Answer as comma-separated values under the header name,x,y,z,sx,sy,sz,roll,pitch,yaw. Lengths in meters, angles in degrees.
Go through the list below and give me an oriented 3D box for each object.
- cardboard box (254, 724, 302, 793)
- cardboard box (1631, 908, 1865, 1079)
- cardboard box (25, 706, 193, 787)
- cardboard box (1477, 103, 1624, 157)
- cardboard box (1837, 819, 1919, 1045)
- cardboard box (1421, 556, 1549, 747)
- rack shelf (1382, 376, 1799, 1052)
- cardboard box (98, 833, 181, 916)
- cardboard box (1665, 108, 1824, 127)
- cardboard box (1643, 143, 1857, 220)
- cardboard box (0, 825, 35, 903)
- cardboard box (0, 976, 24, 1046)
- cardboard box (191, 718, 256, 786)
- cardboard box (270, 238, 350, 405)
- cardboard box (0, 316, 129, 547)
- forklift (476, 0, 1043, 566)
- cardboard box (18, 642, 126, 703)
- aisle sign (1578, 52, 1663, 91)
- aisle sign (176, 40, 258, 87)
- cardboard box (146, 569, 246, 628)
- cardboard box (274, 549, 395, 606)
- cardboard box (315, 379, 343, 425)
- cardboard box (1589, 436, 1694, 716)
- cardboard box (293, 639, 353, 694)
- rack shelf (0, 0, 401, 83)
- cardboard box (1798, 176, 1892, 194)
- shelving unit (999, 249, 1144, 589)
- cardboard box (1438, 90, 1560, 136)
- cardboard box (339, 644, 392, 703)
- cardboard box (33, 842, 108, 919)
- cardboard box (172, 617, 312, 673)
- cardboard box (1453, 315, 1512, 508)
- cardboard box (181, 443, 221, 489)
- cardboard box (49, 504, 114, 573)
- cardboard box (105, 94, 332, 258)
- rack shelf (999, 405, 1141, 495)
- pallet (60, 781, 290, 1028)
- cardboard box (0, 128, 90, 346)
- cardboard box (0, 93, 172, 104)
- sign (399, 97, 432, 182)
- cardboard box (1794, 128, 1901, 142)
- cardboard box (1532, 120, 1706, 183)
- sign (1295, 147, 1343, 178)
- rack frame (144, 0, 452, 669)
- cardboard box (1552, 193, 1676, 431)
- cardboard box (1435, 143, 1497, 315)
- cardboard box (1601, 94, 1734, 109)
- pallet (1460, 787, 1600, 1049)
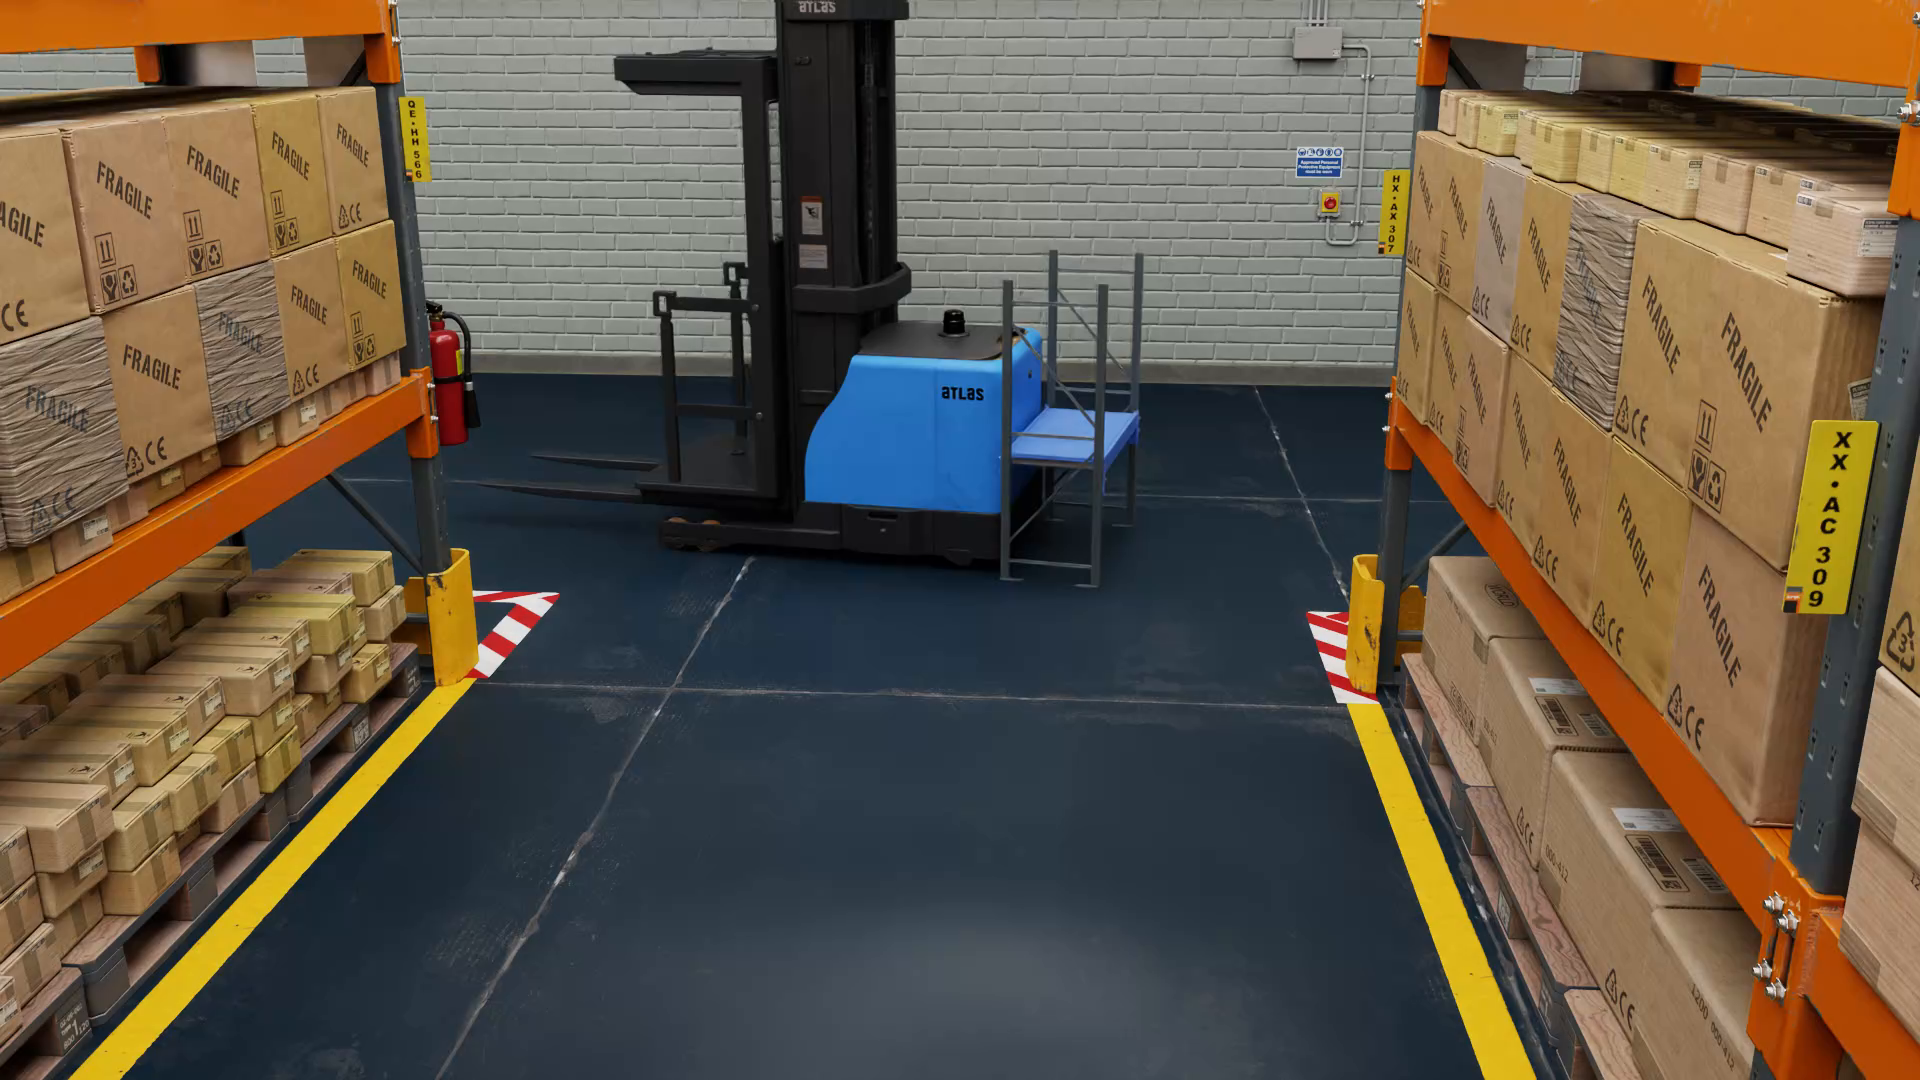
name,x,y,z,sx,sy,sz,roll,pitch,yaw
cardboard box,-2.509,0.749,5.725,0.380,0.149,0.250,0,18,1
cardboard box,2.113,1.252,3.725,0.875,0.438,0.875,1,18,3
cardboard box,-2.615,0.633,5.123,0.380,0.149,0.250,1,18,4
cardboard box,1.864,-1.299,5.262,0.380,0.149,0.250,1,18,2
cardboard box,1.666,0.629,2.428,0.500,0.250,0.500,1,18,3
cardboard box,2.300,0.410,6.296,0.875,0.438,0.875,1,18,2
rack shelf,2.104,0.147,4.811,1.077,0.370,4.000,1,18,4
cardboard box,-2.585,0.993,4.979,0.380,0.149,0.250,1,18,2
cardboard box,2.344,-1.212,4.997,0.380,0.149,0.250,1,18,3
cardboard box,1.803,-0.821,3.804,0.380,0.149,0.250,1,18,3
cardboard box,-2.708,0.872,4.392,0.380,0.149,0.250,1,18,2
cardboard box,-2.652,1.236,4.238,0.380,0.149,0.250,1,18,4
cardboard box,-2.547,0.691,5.423,0.380,0.149,0.250,2,18,7
cardboard box,-2.514,-0.778,5.843,0.500,0.500,0.500,1,18,3
cardboard box,-2.596,-0.299,4.380,0.500,0.500,0.500,1,18,3
forklift,-1.118,-1.485,8.747,3.031,2.935,1.130,4,19,13
cardboard box,-3.083,0.461,5.646,0.380,0.149,0.250,2,18,6
aisle sign,2.562,-2.066,6.237,0.394,0.787,0.004,1,18,4
aisle sign,-2.991,-2.159,6.521,0.394,0.787,0.004,1,18,4
cardboard box,-2.973,0.221,6.379,0.380,0.149,0.250,2,18,5
cardboard box,-2.482,0.148,6.603,0.380,0.149,0.250,1,18,5
cardboard box,-2.497,-0.513,6.075,0.380,0.149,0.250,1,18,3
cardboard box,1.771,0.070,3.733,0.500,0.500,0.500,1,18,3
cardboard box,-2.486,0.451,6.156,0.380,0.149,0.250,1,18,2
rack shelf,-2.840,-1.357,4.585,1.077,0.370,4.000,1,18,4
cardboard box,1.793,-0.586,3.087,0.380,0.149,0.250,2,18,5
shelving unit,0.581,-0.649,8.494,0.538,1.500,1.048,5,19,15
cardboard box,1.946,-1.542,6.005,0.380,0.149,0.250,2,18,5
cardboard box,-2.444,0.511,6.451,0.380,0.149,0.250,2,18,6
cardboard box,-2.663,0.930,4.693,0.380,0.149,0.250,2,18,6
cardboard box,-2.531,0.387,5.873,0.380,0.149,0.250,1,18,2
cardboard box,1.864,-0.405,5.181,0.500,0.500,0.500,1,18,4
cardboard box,-2.619,-0.270,5.332,0.380,0.149,0.250,1,18,2
cardboard box,-2.591,-0.024,4.582,0.380,0.149,0.250,2,18,6
cardboard box,-2.518,-1.254,5.688,0.500,0.500,0.500,1,18,2
rack shelf,0.581,-0.478,8.550,0.538,0.185,1.000,5,19,15
pallet,-2.886,1.083,5.277,1.003,0.211,1.213,1,18,4
cardboard box,-2.619,-0.768,4.206,0.500,0.500,0.500,2,18,5
cardboard box,-3.024,-1.268,5.732,0.500,0.500,0.500,2,18,6
sign,-2.145,-1.576,6.550,0.100,0.325,0.005,1,18,4
cardboard box,2.370,-0.969,4.255,0.380,0.149,0.250,1,18,4
cardboard box,1.793,-1.062,4.538,0.380,0.149,0.250,1,18,3
sign,2.585,-2.716,11.960,0.327,0.218,0.001,1,18,4
rack frame,-2.697,-0.895,6.836,1.000,3.000,0.127,1,18,4
cardboard box,1.791,-0.564,4.062,0.500,0.500,0.500,2,18,5
cardboard box,1.899,-1.035,5.498,0.500,0.500,0.500,1,18,2
cardboard box,2.427,-1.451,5.726,0.380,0.149,0.250,2,18,5
pallet,2.178,1.138,5.112,1.003,0.211,1.213,1,18,4
